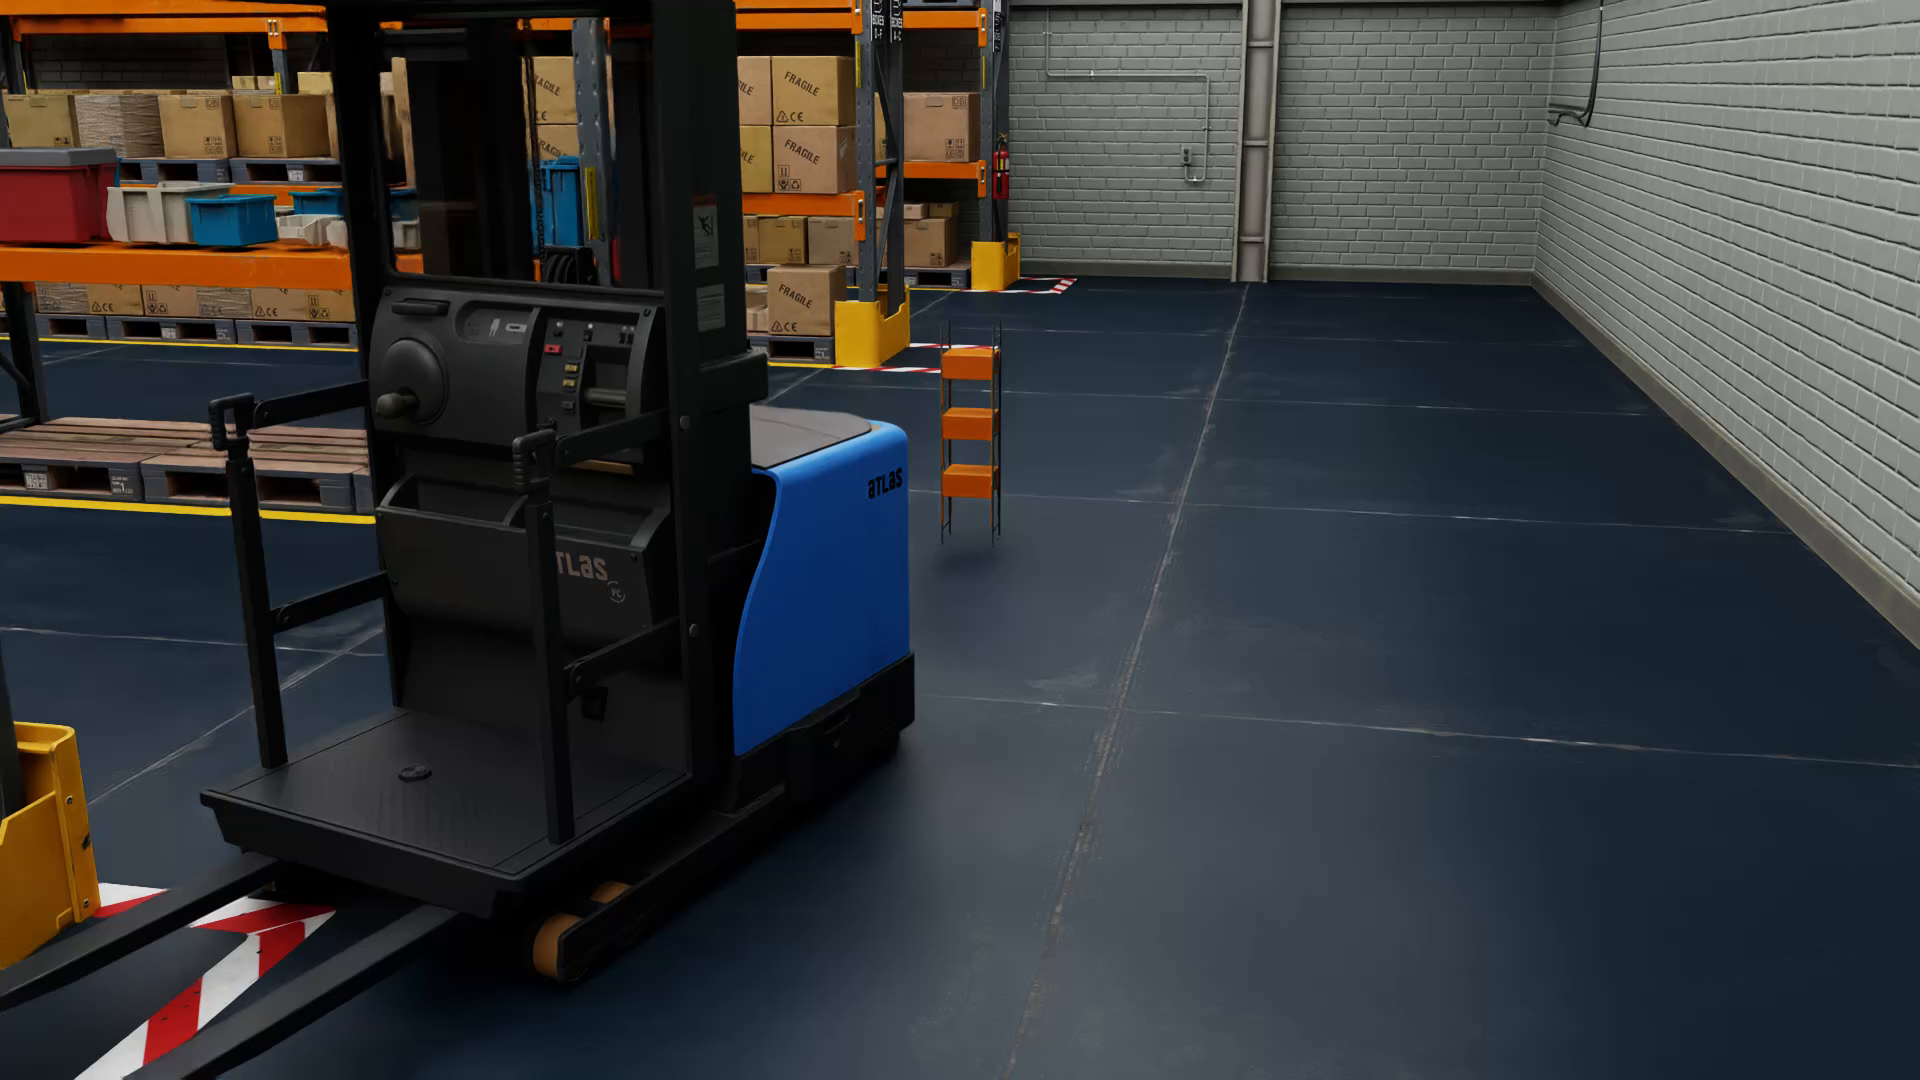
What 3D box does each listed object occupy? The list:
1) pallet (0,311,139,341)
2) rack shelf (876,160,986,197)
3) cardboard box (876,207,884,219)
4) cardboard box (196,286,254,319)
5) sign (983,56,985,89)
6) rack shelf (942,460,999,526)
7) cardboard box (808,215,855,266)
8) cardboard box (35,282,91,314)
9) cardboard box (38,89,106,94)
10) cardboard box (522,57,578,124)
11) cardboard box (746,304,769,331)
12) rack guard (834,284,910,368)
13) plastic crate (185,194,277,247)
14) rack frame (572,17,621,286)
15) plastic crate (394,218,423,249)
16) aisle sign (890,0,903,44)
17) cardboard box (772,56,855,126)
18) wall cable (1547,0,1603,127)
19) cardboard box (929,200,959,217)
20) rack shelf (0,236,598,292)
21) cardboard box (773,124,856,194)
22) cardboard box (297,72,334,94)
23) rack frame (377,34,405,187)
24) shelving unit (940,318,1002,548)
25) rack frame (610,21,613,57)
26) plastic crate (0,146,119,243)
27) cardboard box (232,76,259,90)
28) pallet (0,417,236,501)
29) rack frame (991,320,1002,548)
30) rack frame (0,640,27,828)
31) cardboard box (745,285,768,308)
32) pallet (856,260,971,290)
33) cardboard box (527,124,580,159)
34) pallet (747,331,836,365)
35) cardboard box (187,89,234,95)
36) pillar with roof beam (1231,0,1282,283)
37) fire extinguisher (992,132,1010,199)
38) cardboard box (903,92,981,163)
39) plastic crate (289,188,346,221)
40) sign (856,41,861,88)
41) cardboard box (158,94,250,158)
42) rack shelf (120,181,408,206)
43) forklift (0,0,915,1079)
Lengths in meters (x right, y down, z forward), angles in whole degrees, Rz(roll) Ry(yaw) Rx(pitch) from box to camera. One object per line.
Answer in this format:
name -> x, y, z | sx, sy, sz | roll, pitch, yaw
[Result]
pallet -> -7.730, -1.953, 14.649 | 1.213, 0.211, 1.003 | 3, 16, 11
rack shelf -> -1.591, -3.977, 18.078 | 4.000, 0.370, 1.077 | 3, 16, 11
cardboard box -> -0.750, -3.511, 17.730 | 0.250, 0.149, 0.380 | 4, 16, 13
cardboard box -> -6.049, -2.148, 13.986 | 0.500, 0.500, 0.500 | 3, 16, 12
sign -> 0.247, -4.748, 16.902 | 0.005, 0.325, 0.100 | 3, 16, 11
rack shelf -> 0.052, -0.225, 7.919 | 0.240, 0.259, 0.215 | 3, 16, 11
cardboard box -> -1.320, -3.279, 18.108 | 0.500, 0.500, 0.700 | 3, 16, 9
cardboard box -> -7.551, -2.229, 14.278 | 0.500, 0.500, 0.500 | 3, 16, 9
cardboard box -> -10.352, -5.048, 19.586 | 0.500, 0.500, 0.700 | 5, 16, 17
cardboard box -> -3.119, -3.511, 12.987 | 0.500, 0.500, 0.500 | 3, 16, 9
cardboard box -> -1.575, -1.778, 13.273 | 0.250, 0.166, 0.380 | 3, 16, 11
rack guard -> -0.689, -1.721, 13.268 | 0.348, 0.500, 1.175 | 3, 16, 11
plastic crate -> -3.669, -1.616, 8.409 | 0.300, 0.233, 0.416 | 3, 16, 11
rack frame -> -1.605, -1.626, 8.242 | 0.127, 3.000, 1.000 | 3, 16, 11
plastic crate -> -2.721, -1.543, 8.324 | 0.243, 0.136, 0.396 | 3, 16, 11
aisle sign -> -0.489, -4.247, 12.836 | 0.004, 0.787, 0.394 | 3, 16, 11
cardboard box -> -1.105, -3.403, 12.598 | 0.500, 0.500, 0.500 | 3, 16, 11
wall cable -> 5.840, -5.218, 15.788 | 0.112, 2.526, 3.097 | 3, 16, 11
cardboard box -> -0.174, -3.584, 17.994 | 0.250, 0.149, 0.380 | 3, 16, 11
rack shelf -> -3.565, -1.385, 8.722 | 4.000, 0.370, 1.077 | 3, 16, 11
cardboard box -> -1.108, -2.922, 12.735 | 0.500, 0.500, 0.500 | 4, 16, 13
cardboard box -> -7.049, -5.112, 18.642 | 0.500, 0.250, 0.500 | 3, 16, 12
rack frame -> -4.534, -3.134, 13.687 | 0.127, 3.000, 1.000 | 3, 16, 11
shelving unit -> 0.052, -0.503, 7.842 | 0.252, 1.050, 0.215 | 3, 16, 11
rack frame -> -3.551, -4.430, 18.366 | 0.127, 3.000, 1.000 | 3, 16, 11
plastic crate -> -4.700, -1.785, 8.585 | 0.583, 0.464, 0.402 | 3, 16, 11
cardboard box -> -8.133, -5.240, 19.062 | 0.250, 0.149, 0.380 | 0, 15, 2
pallet -> -4.797, -0.466, 9.278 | 1.213, 0.211, 1.003 | 3, 16, 11
rack frame -> 0.172, -0.497, 7.818 | 0.008, 1.050, 0.200 | 3, 16, 11
rack frame -> -2.592, -0.330, 3.565 | 0.127, 3.000, 1.000 | 3, 16, 11
cardboard box -> -1.581, -1.938, 13.696 | 0.500, 0.250, 0.500 | 3, 16, 11
pallet -> -0.430, -2.896, 18.050 | 1.213, 0.211, 1.003 | 3, 16, 11
cardboard box -> -3.097, -3.030, 13.125 | 0.500, 0.500, 0.500 | 3, 16, 11
pallet -> -1.470, -1.624, 13.458 | 1.213, 0.211, 1.003 | 3, 16, 11
cardboard box -> -8.486, -4.948, 19.225 | 0.500, 0.500, 0.700 | 2, 16, 6
pillar with roof beam -> 2.329, -6.065, 13.030 | 0.400, 9.000, 9.100 | 3, 16, 11
fire extinguisher -> 0.425, -3.872, 17.193 | 0.183, 0.674, 0.296 | 3, 16, 11
cardboard box -> -0.133, -4.386, 17.647 | 0.700, 0.700, 0.980 | 4, 16, 14
plastic crate -> -3.366, -1.759, 8.925 | 0.300, 0.233, 0.416 | 3, 16, 11
sign -> -0.745, -3.488, 12.202 | 0.005, 0.325, 0.100 | 3, 16, 11
cardboard box -> -6.278, -3.463, 13.899 | 0.500, 0.500, 0.700 | -1, 16, -3
rack shelf -> -6.494, -2.894, 14.168 | 4.000, 0.370, 1.077 | 3, 16, 11
forklift -> -1.279, -0.464, 4.175 | 1.130, 2.935, 3.031 | 8, 17, 26
